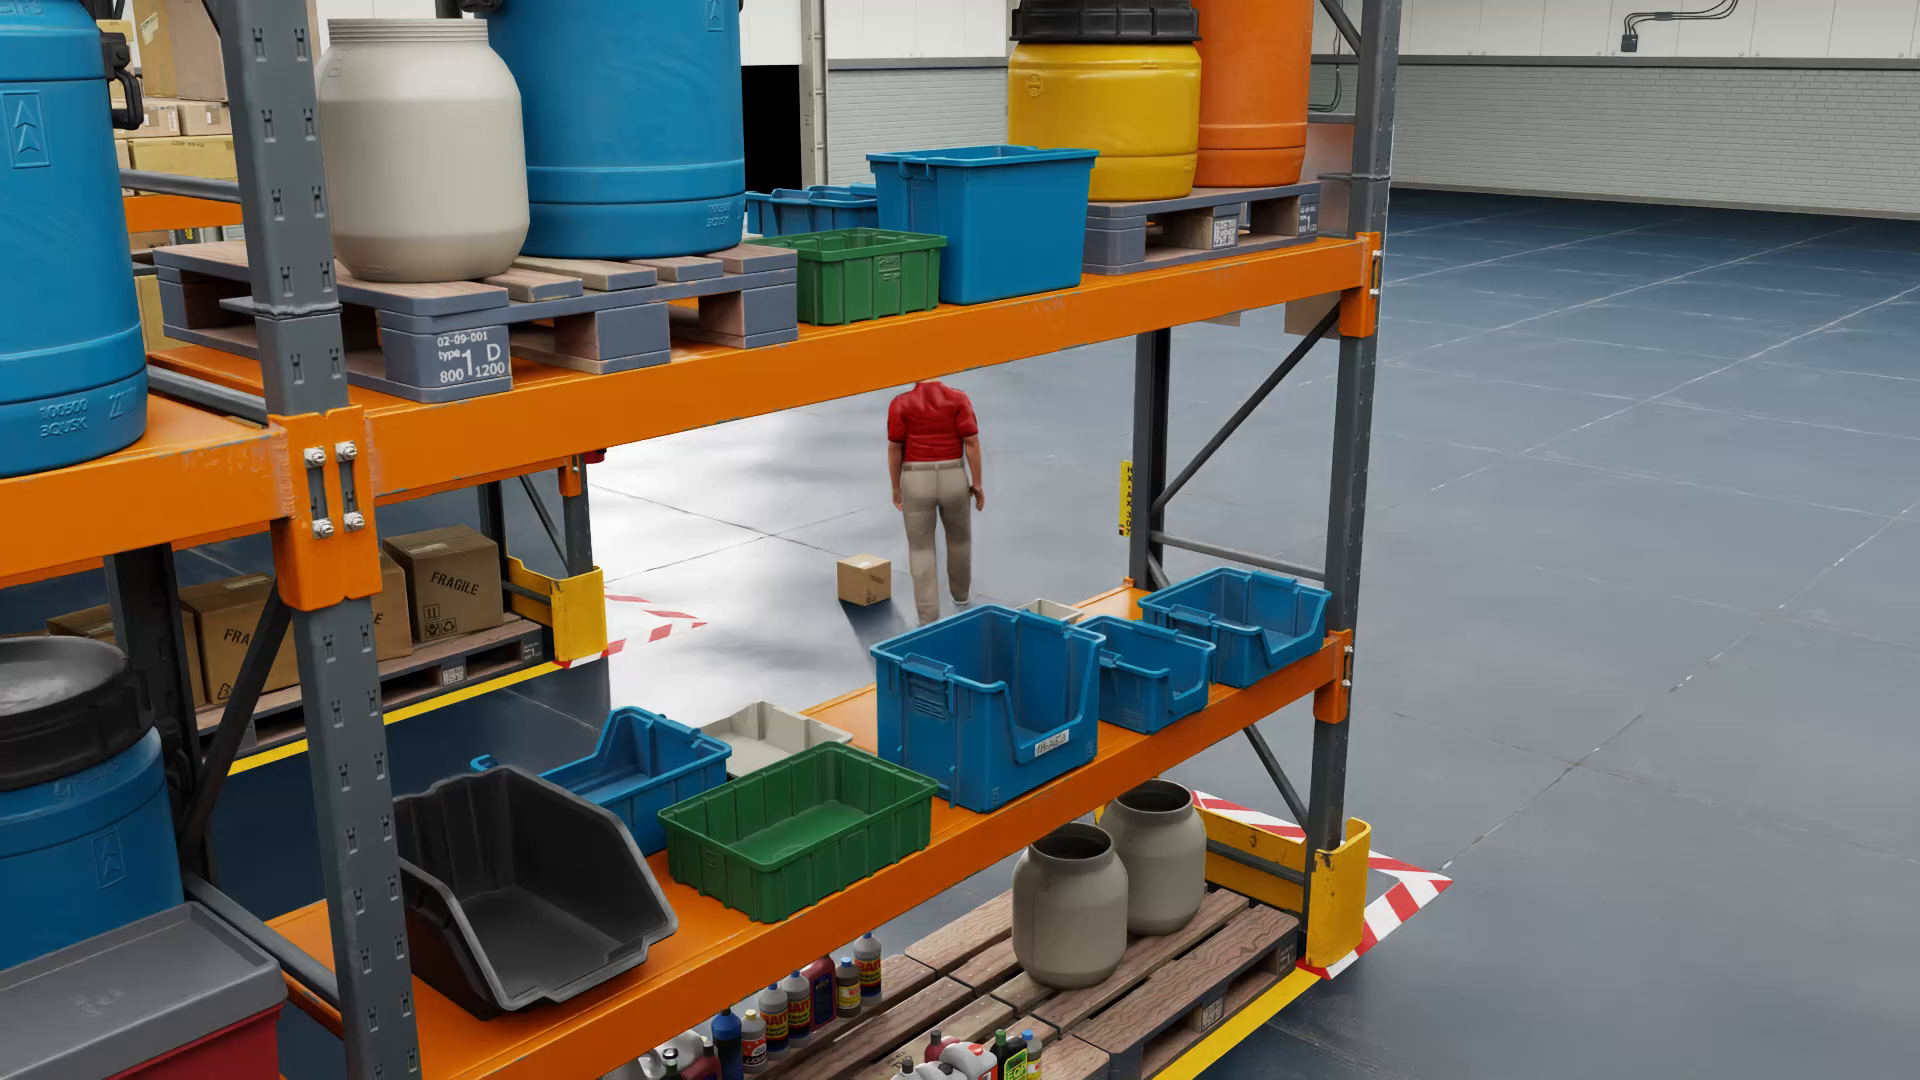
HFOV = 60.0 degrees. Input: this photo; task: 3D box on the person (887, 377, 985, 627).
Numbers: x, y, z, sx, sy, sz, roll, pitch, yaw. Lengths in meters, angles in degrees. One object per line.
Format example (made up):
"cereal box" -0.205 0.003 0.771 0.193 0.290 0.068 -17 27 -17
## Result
"person" -0.162 -0.353 10.190 0.587 1.701 0.777 -3 17 -8
